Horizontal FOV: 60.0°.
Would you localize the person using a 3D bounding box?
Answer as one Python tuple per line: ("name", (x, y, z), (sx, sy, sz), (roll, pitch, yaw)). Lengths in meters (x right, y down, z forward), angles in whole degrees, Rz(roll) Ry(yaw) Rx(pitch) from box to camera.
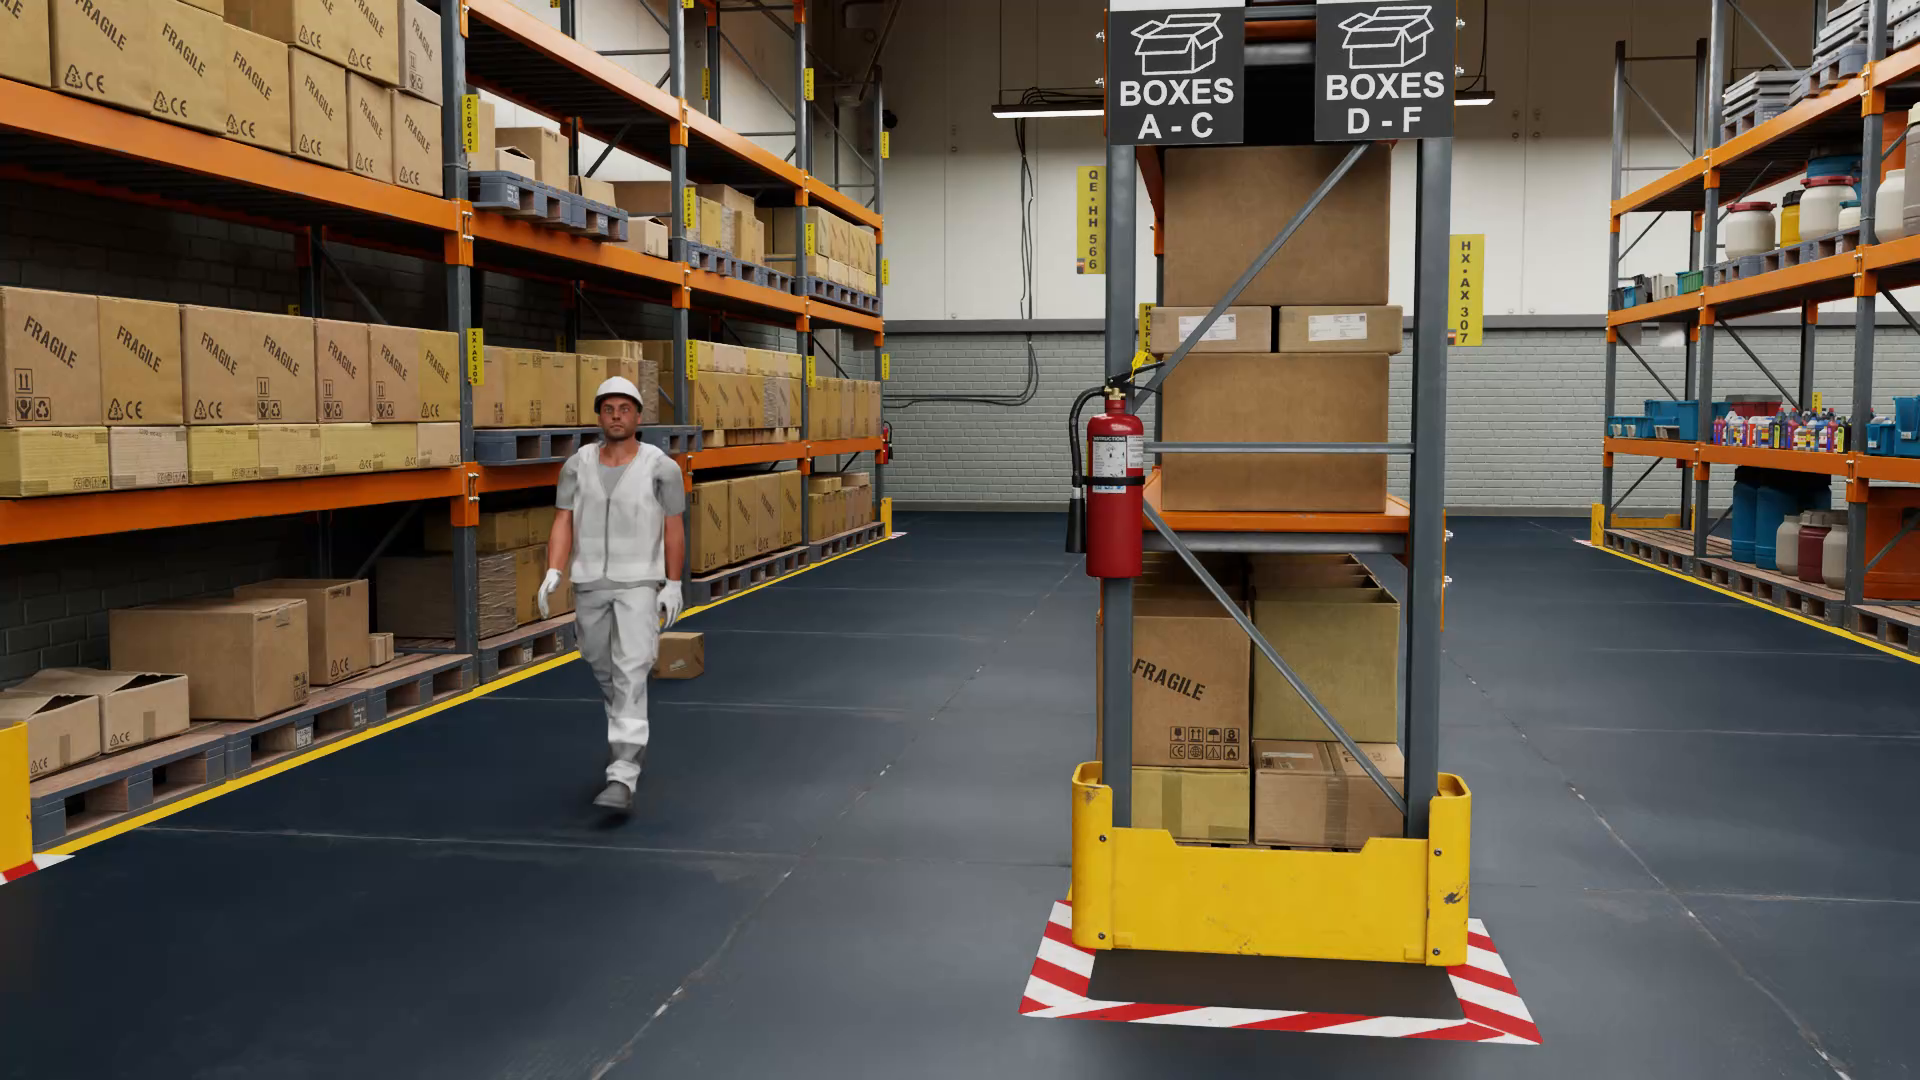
("person", (-1.443, 0.194, 6.892), (0.534, 1.742, 1.027), (1, 4, 7))
